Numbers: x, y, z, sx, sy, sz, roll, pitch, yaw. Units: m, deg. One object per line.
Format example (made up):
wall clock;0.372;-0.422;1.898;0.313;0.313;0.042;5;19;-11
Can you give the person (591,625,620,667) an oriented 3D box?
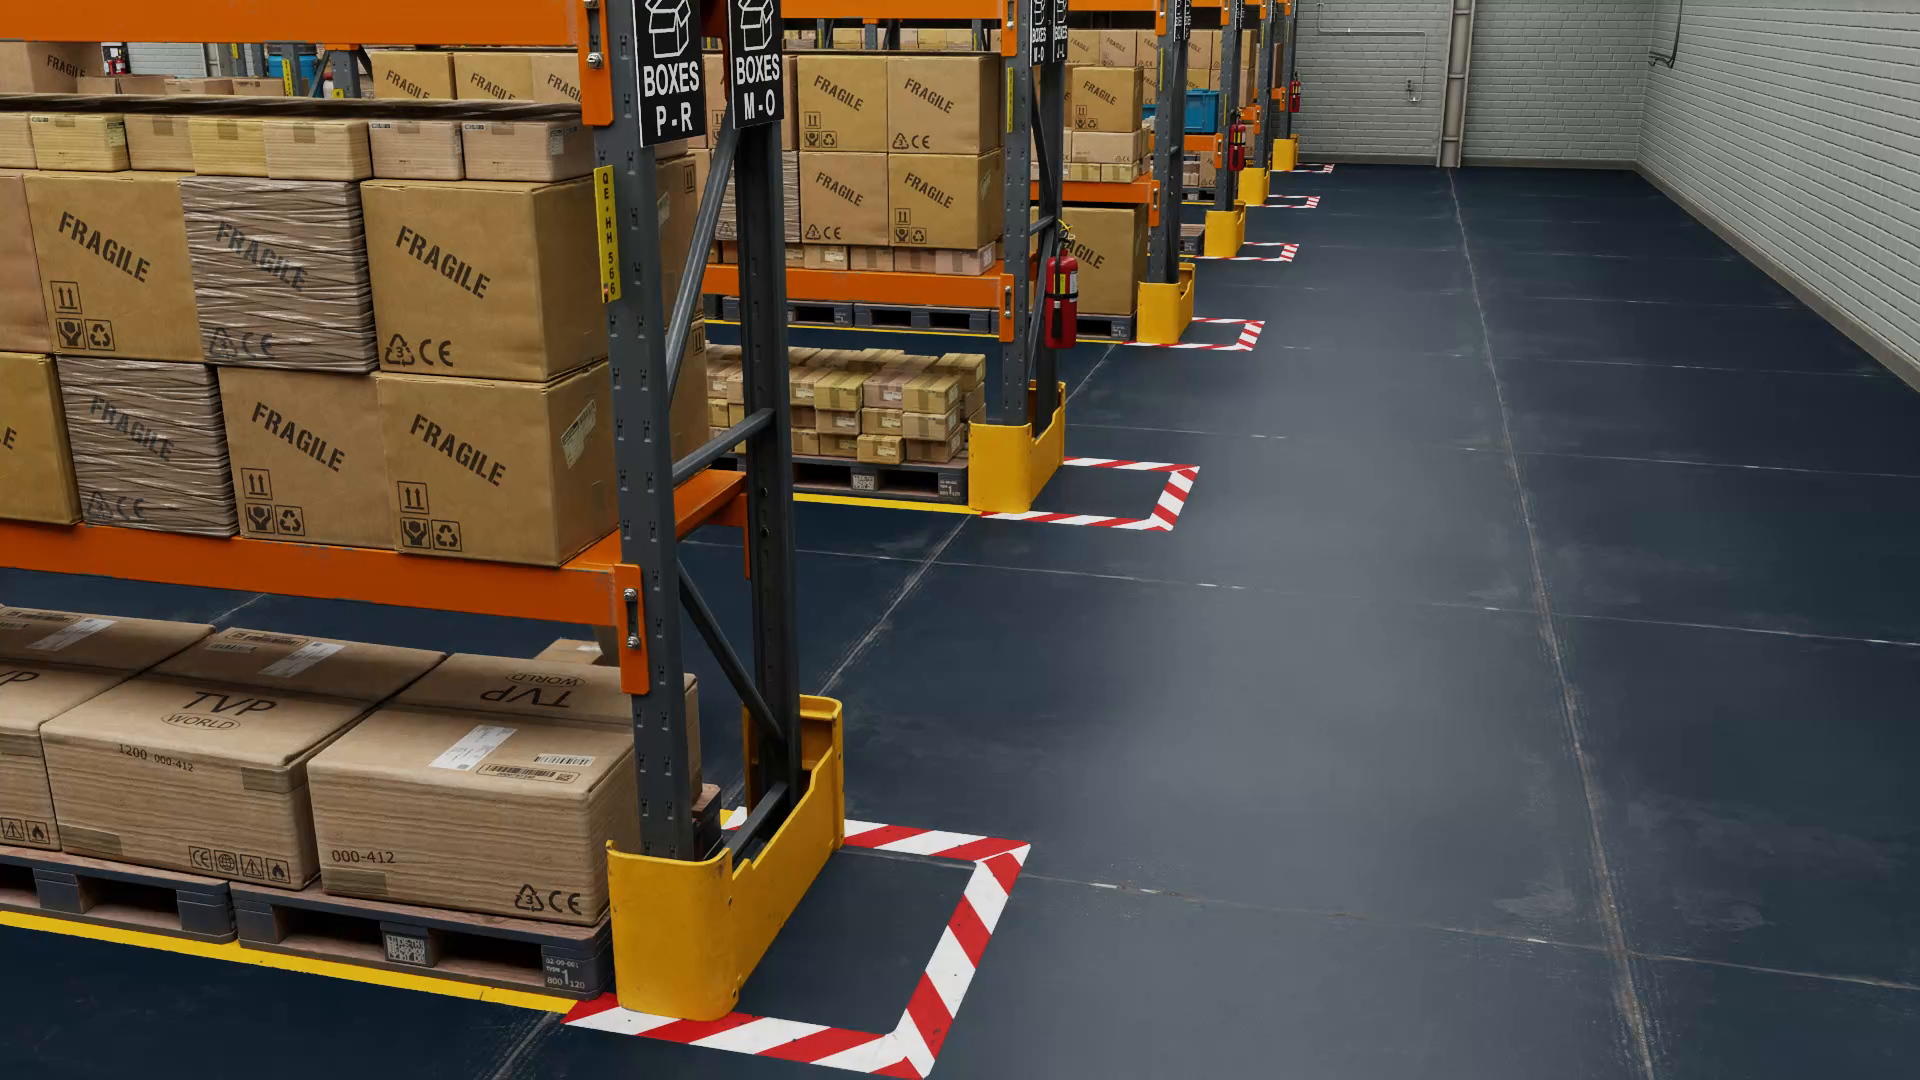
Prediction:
person;-1.280;-0.127;6.438;0.437;1.744;0.582;4;19;11
